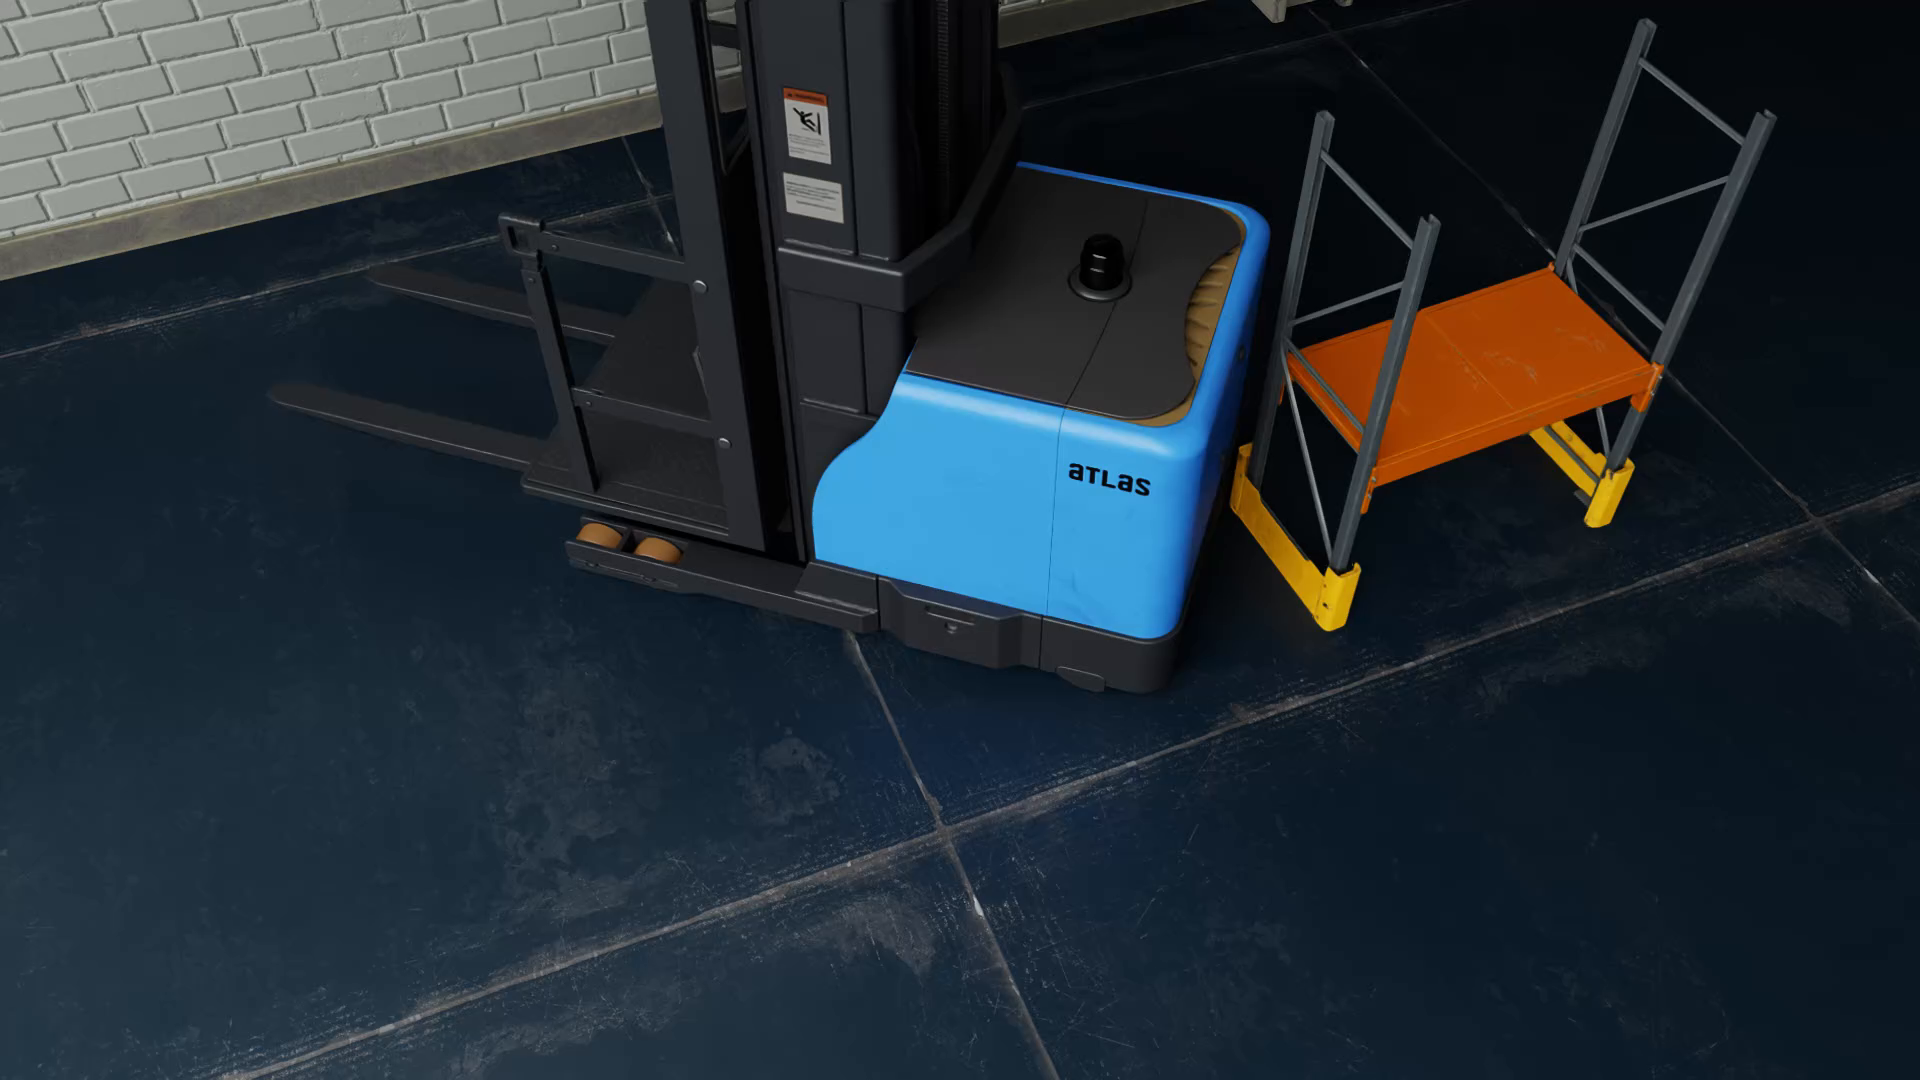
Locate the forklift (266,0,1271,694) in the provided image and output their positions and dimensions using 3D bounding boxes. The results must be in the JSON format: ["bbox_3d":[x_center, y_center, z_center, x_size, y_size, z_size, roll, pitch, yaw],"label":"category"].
[{"bbox_3d":[-0.694,-1.171,4.324,3.031,2.935,1.130,13,51,11],"label":"forklift"}]

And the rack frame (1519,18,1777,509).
[{"bbox_3d":[1.942,-0.742,4.899,0.032,1.500,0.500,-19,52,-16],"label":"rack frame"}]

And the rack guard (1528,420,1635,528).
[{"bbox_3d":[1.924,-0.329,5.368,0.087,0.250,0.587,-19,52,-16],"label":"rack guard"}]

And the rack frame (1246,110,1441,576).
[{"bbox_3d":[1.016,-0.423,4.625,0.032,1.500,0.500,-19,52,-16],"label":"rack frame"}]

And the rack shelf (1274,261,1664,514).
[{"bbox_3d":[1.479,-0.466,4.898,1.000,0.185,0.538,-19,52,-16],"label":"rack shelf"}]

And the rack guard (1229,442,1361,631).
[{"bbox_3d":[1.017,-0.016,5.099,0.087,0.250,0.587,-19,52,-16],"label":"rack guard"}]

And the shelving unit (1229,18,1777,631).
[{"bbox_3d":[1.471,-0.580,4.759,1.083,1.500,0.587,-19,52,-16],"label":"shelving unit"}]
